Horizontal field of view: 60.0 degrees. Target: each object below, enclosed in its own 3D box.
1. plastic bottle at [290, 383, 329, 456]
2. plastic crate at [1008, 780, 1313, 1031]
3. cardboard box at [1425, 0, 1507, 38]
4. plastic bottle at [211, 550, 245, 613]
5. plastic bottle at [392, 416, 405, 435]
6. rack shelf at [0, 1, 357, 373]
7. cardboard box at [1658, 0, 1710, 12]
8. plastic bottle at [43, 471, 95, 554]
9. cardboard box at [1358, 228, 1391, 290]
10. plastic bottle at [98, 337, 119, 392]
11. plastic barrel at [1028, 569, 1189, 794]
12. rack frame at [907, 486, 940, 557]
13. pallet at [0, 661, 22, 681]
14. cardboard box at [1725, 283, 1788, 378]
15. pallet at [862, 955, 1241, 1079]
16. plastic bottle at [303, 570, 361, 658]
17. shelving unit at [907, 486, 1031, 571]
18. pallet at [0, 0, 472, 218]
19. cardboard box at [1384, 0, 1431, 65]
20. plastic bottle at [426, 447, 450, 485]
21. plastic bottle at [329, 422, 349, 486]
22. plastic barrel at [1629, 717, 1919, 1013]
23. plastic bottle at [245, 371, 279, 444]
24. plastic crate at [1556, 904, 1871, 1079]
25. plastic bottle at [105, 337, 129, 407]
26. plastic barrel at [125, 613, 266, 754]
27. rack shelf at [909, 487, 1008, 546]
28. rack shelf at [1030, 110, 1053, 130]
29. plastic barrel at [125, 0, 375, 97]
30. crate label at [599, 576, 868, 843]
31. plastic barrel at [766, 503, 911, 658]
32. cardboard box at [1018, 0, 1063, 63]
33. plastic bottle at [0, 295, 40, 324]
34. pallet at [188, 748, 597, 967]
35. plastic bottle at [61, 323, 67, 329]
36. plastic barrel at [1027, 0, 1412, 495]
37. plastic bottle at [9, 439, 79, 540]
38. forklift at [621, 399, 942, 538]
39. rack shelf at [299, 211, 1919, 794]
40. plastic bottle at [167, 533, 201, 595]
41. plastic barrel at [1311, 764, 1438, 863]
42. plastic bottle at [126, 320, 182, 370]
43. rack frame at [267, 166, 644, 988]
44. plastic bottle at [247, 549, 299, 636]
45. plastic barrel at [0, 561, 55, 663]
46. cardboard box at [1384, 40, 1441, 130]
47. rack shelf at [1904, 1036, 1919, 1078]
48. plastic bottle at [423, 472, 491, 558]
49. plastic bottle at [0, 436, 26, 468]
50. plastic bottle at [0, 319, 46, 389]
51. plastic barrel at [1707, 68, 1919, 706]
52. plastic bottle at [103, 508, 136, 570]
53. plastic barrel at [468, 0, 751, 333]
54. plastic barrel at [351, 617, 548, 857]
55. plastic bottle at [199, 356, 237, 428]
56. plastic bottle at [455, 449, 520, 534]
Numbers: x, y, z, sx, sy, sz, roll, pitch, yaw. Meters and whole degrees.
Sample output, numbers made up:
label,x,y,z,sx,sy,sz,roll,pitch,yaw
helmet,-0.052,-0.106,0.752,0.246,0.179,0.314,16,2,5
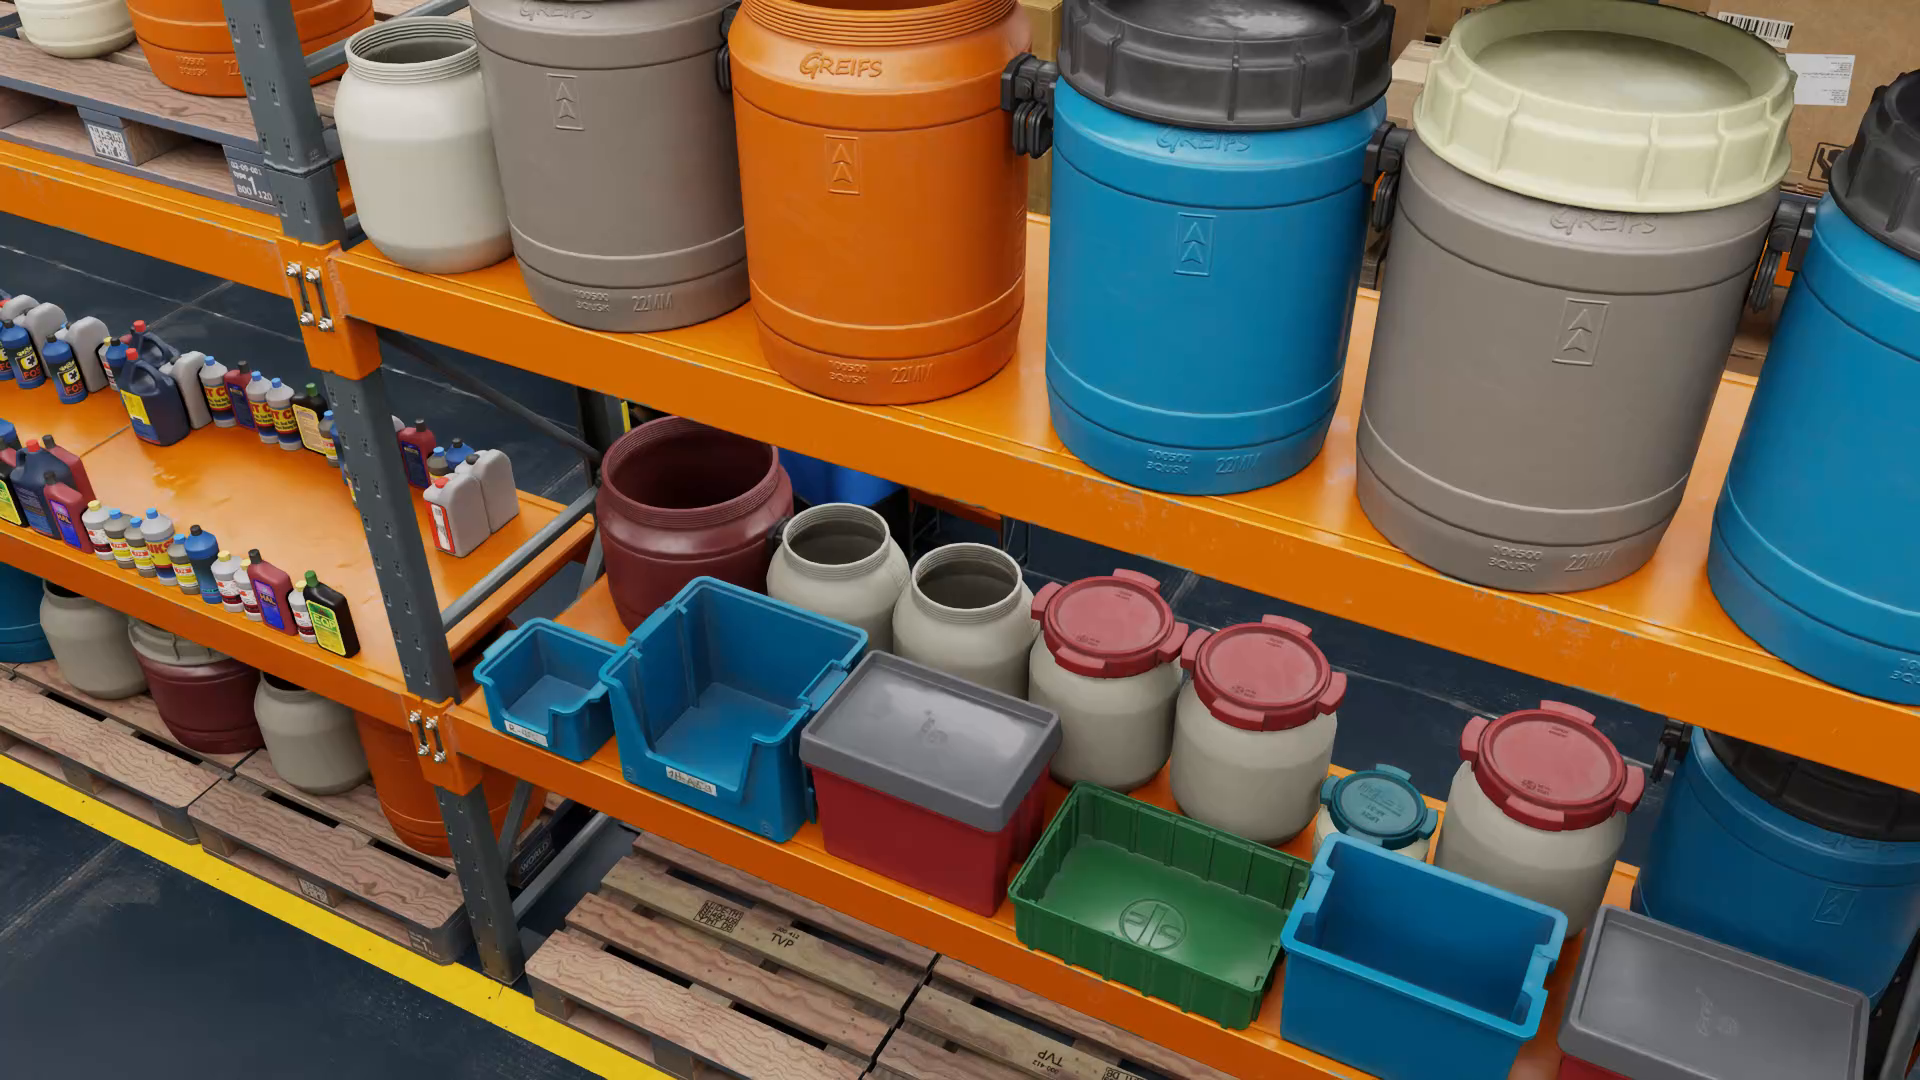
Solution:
label,x,y,z,sx,sy,sz,roll,pitch,yaw
plastic bottle,-2.317,-0.441,5.947,0.133,0.283,0.061,17,41,21
plastic crate,0.508,0.925,4.226,0.662,0.188,0.450,17,41,21
cardboard box,3.781,-4.287,12.430,0.750,0.750,1.050,17,40,21
plastic bottle,-2.308,0.123,5.271,0.097,0.201,0.097,0,37,0
plastic bottle,-2.014,-0.312,5.783,0.135,0.276,0.152,17,41,21
rack shelf,-3.143,-1.404,5.232,4.000,0.370,1.077,17,41,21
cardboard box,5.386,-3.787,11.771,0.750,0.750,1.050,17,41,21
plastic bottle,-2.938,-0.094,5.490,0.133,0.283,0.061,17,41,21
cardboard box,2.013,-1.455,8.890,0.500,0.500,0.700,14,39,18
plastic bottle,-3.207,-0.675,6.323,0.097,0.201,0.097,0,37,0
plastic barrel,0.400,0.411,4.616,0.433,0.535,0.433,0,37,0
rack frame,-0.166,-0.461,7.365,0.015,1.200,0.240,21,42,25
pallet,-4.253,0.296,7.185,1.213,0.211,1.003,17,41,21
cardboard box,3.927,-0.848,8.090,0.500,0.500,0.700,14,39,18
pallet,0.382,1.747,5.273,1.213,0.211,1.003,17,41,21
plastic bottle,-1.923,0.224,5.071,0.133,0.283,0.061,17,41,21
shelving unit,0.040,-0.382,7.261,0.503,1.200,0.258,21,42,25
pallet,-2.001,-1.324,4.689,1.213,0.211,1.003,17,41,21
cardboard box,1.950,-2.575,8.232,0.500,0.500,0.700,24,43,28
plastic bottle,-1.780,-0.228,5.734,0.097,0.201,0.097,0,37,0
plastic bottle,-2.132,-0.325,5.804,0.097,0.271,0.097,0,37,0
plastic barrel,1.981,0.703,3.928,0.708,0.901,0.600,17,41,21
plastic bottle,-2.514,-0.486,6.016,0.097,0.271,0.097,0,37,0
plastic crate,1.614,1.177,3.666,0.583,0.464,0.402,17,41,21
plastic bottle,-3.117,-0.633,6.210,0.097,0.271,0.097,0,37,0
plastic barrel,-2.812,0.413,6.372,0.708,0.588,0.600,17,41,21
rack shelf,0.040,-0.171,7.422,0.480,0.148,0.258,21,42,25
rack shelf,-0.865,-2.868,9.643,4.000,0.370,1.077,17,41,21
plastic barrel,-1.870,-1.632,4.236,0.708,0.830,0.600,17,41,21
crate label,-0.609,0.468,4.623,0.616,0.435,0.502,17,41,21
plastic barrel,-0.356,0.187,4.930,0.421,0.512,0.421,0,37,0
cardboard box,0.358,-2.643,8.668,0.500,0.500,0.500,19,41,23
plastic bottle,-3.648,-0.824,6.458,0.135,0.276,0.152,17,41,21
pallet,-2.086,0.974,6.292,1.213,0.211,1.003,17,41,21
plastic bottle,-3.413,-0.740,6.408,0.097,0.201,0.097,0,37,0
plastic barrel,0.472,-0.610,3.177,0.708,0.901,0.600,17,41,21
plastic bottle,-3.060,-0.188,5.557,0.185,0.351,0.144,17,41,21
forklift,-1.190,-1.871,7.791,1.130,2.935,3.031,-30,46,-33
rack shelf,0.409,-0.292,3.767,4.000,0.370,1.077,17,41,21
plastic bottle,-2.481,0.069,5.342,0.097,0.201,0.097,0,37,0
plastic barrel,1.080,0.778,4.359,0.301,0.262,0.301,0,37,0
plastic bottle,-2.974,-0.646,6.161,0.185,0.351,0.144,17,41,21
rack frame,-1.367,0.061,5.189,0.127,3.000,1.000,17,41,21
plastic bottle,-2.128,0.159,5.155,0.133,0.283,0.061,17,41,21
plastic barrel,-3.815,-0.026,6.691,0.708,0.901,0.600,17,41,21
cardboard box,2.293,-2.117,7.834,0.500,0.250,0.500,16,40,20
rack shelf,3.961,2.015,3.209,4.000,0.370,1.077,17,41,21
plastic bottle,-1.673,-0.102,5.506,0.135,0.276,0.152,17,41,21
plastic bottle,-3.192,-0.215,5.649,0.133,0.283,0.061,17,41,21
plastic bottle,-3.570,-0.713,6.315,0.097,0.271,0.097,0,37,0
plastic barrel,1.633,-0.247,2.698,0.708,0.901,0.600,17,41,21
plastic bottle,-2.740,-0.012,5.449,0.097,0.201,0.097,0,37,0
plastic barrel,-0.738,-0.989,3.676,0.600,0.901,0.600,0,37,0
plastic barrel,-1.809,0.631,5.886,0.708,0.830,0.600,17,41,21
plastic bottle,-2.719,-0.550,6.100,0.097,0.271,0.097,0,37,0
plastic bottle,-1.603,-0.184,5.614,0.135,0.276,0.152,17,41,21
